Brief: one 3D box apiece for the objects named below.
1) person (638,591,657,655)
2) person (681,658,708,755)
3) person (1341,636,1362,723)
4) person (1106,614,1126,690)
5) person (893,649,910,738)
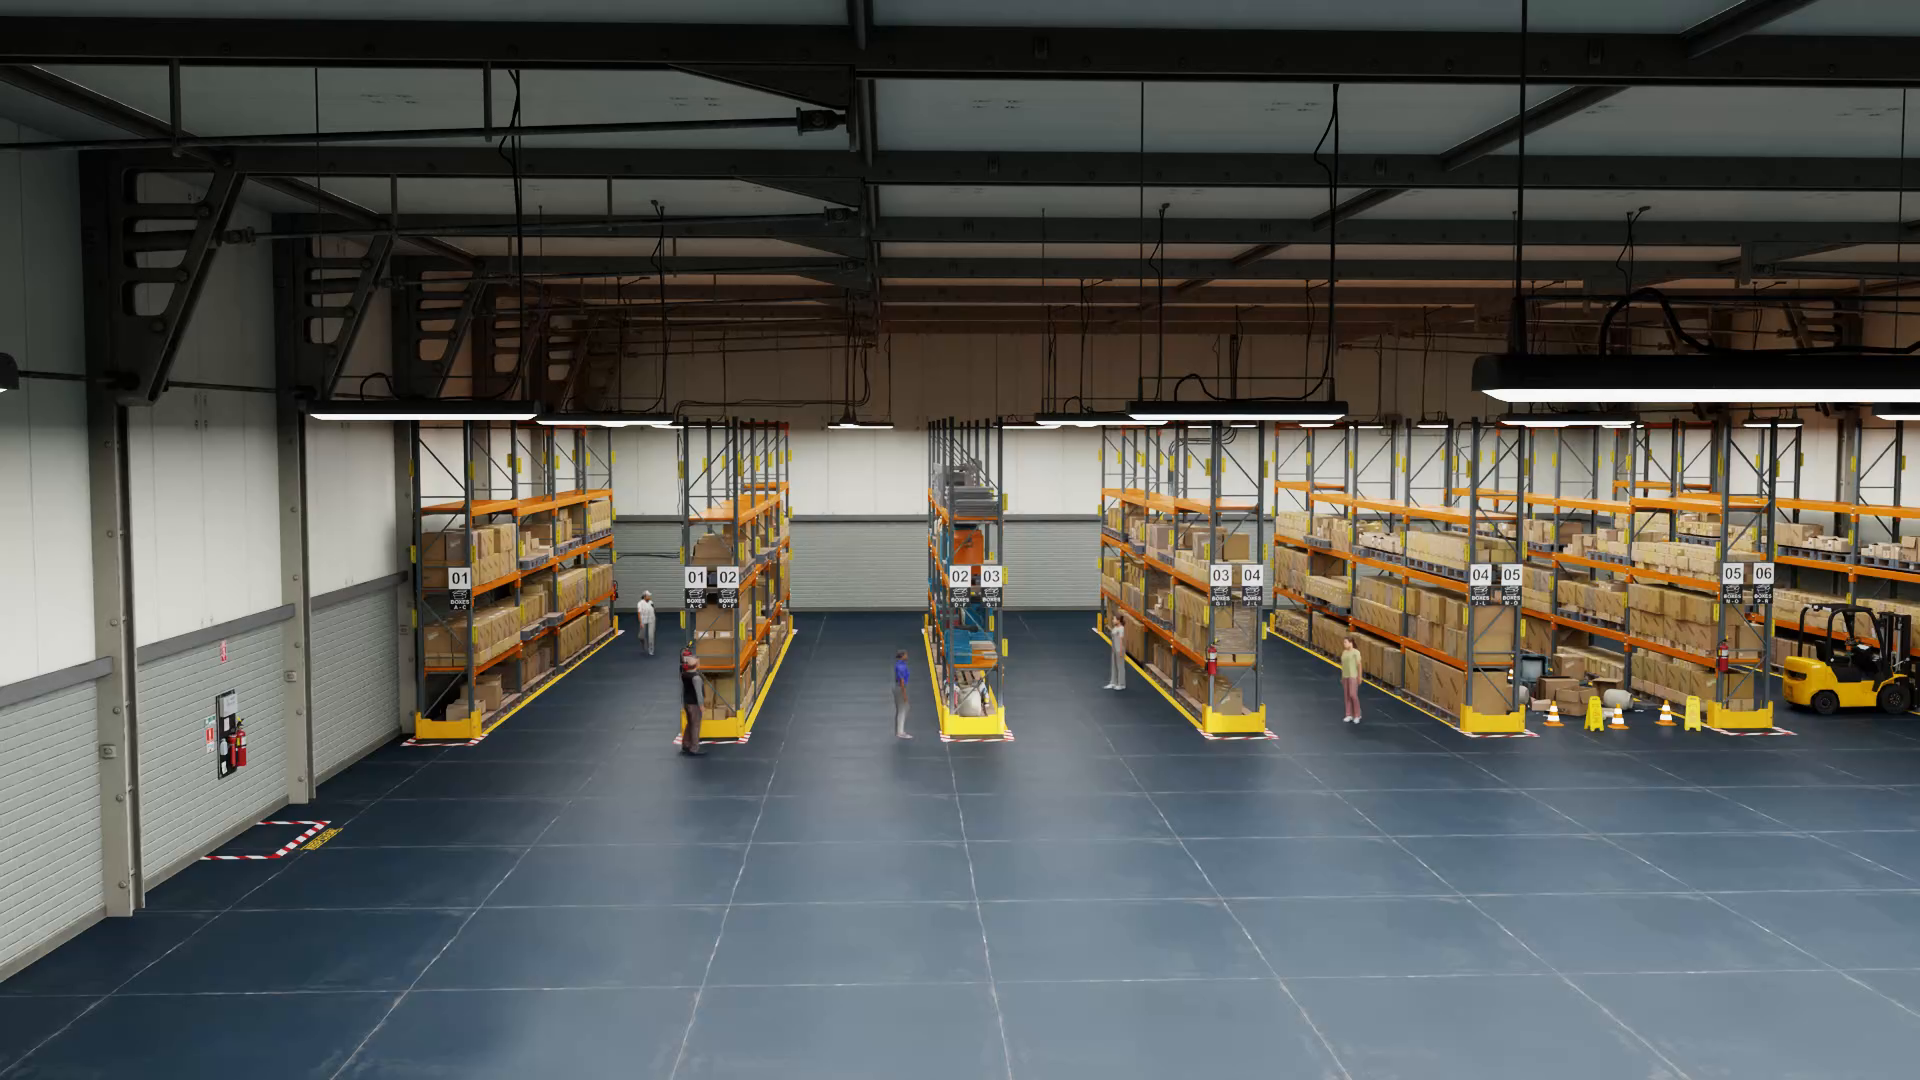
[{"bbox_3d":[-8.001,2.114,42.628,0.489,1.631,0.665,0,4,-5],"label":"person"},{"bbox_3d":[-4.711,2.954,29.514,0.420,1.755,0.616,-2,4,-26],"label":"person"},{"bbox_3d":[7.712,2.748,32.860,0.400,1.704,0.525,-2,4,-32],"label":"person"},{"bbox_3d":[3.476,2.473,36.889,0.424,1.684,0.458,-1,4,-14],"label":"person"},{"bbox_3d":[-1.095,2.894,31.172,0.305,1.726,0.492,0,4,-7],"label":"person"}]
